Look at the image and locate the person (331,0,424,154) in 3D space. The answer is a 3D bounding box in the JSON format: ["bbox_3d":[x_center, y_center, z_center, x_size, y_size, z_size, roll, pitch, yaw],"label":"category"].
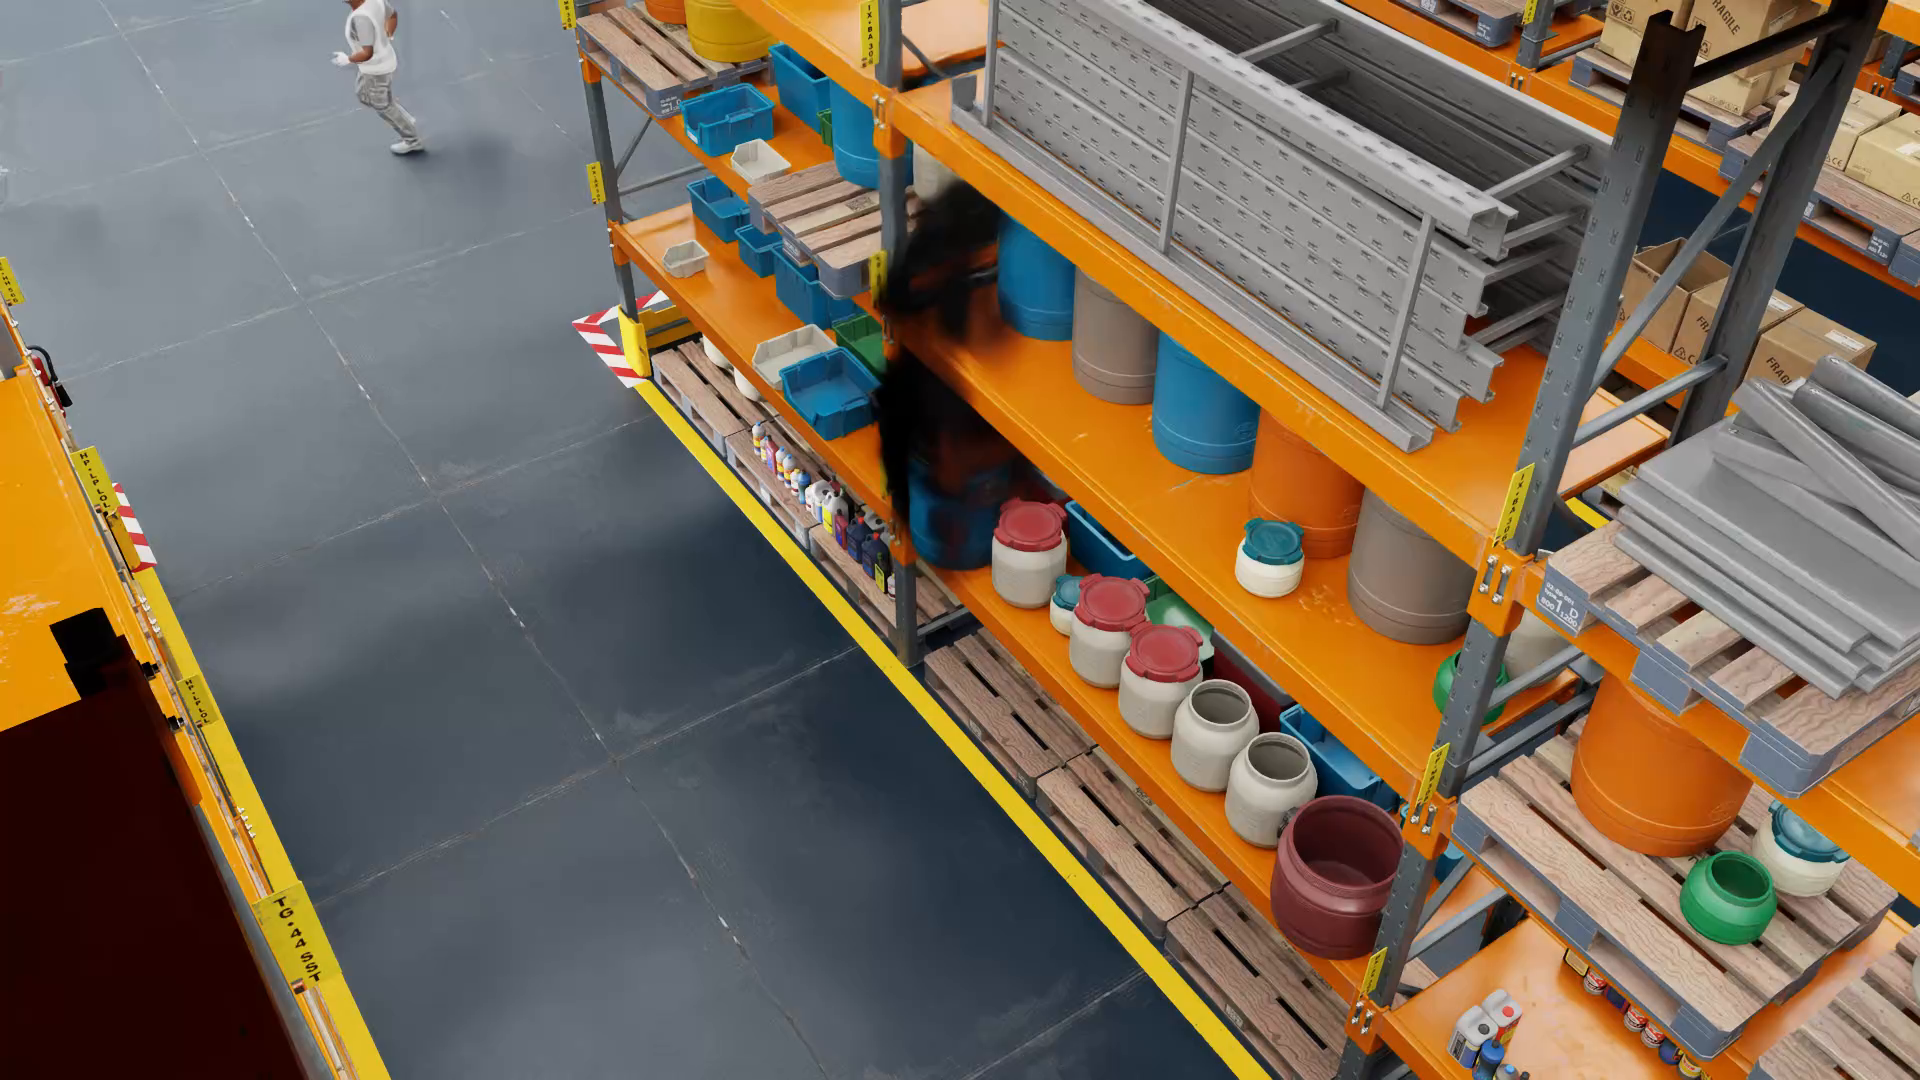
[{"bbox_3d":[-5.379,-4.325,15.158,0.599,1.744,0.686,-7,43,-7],"label":"person"}]
